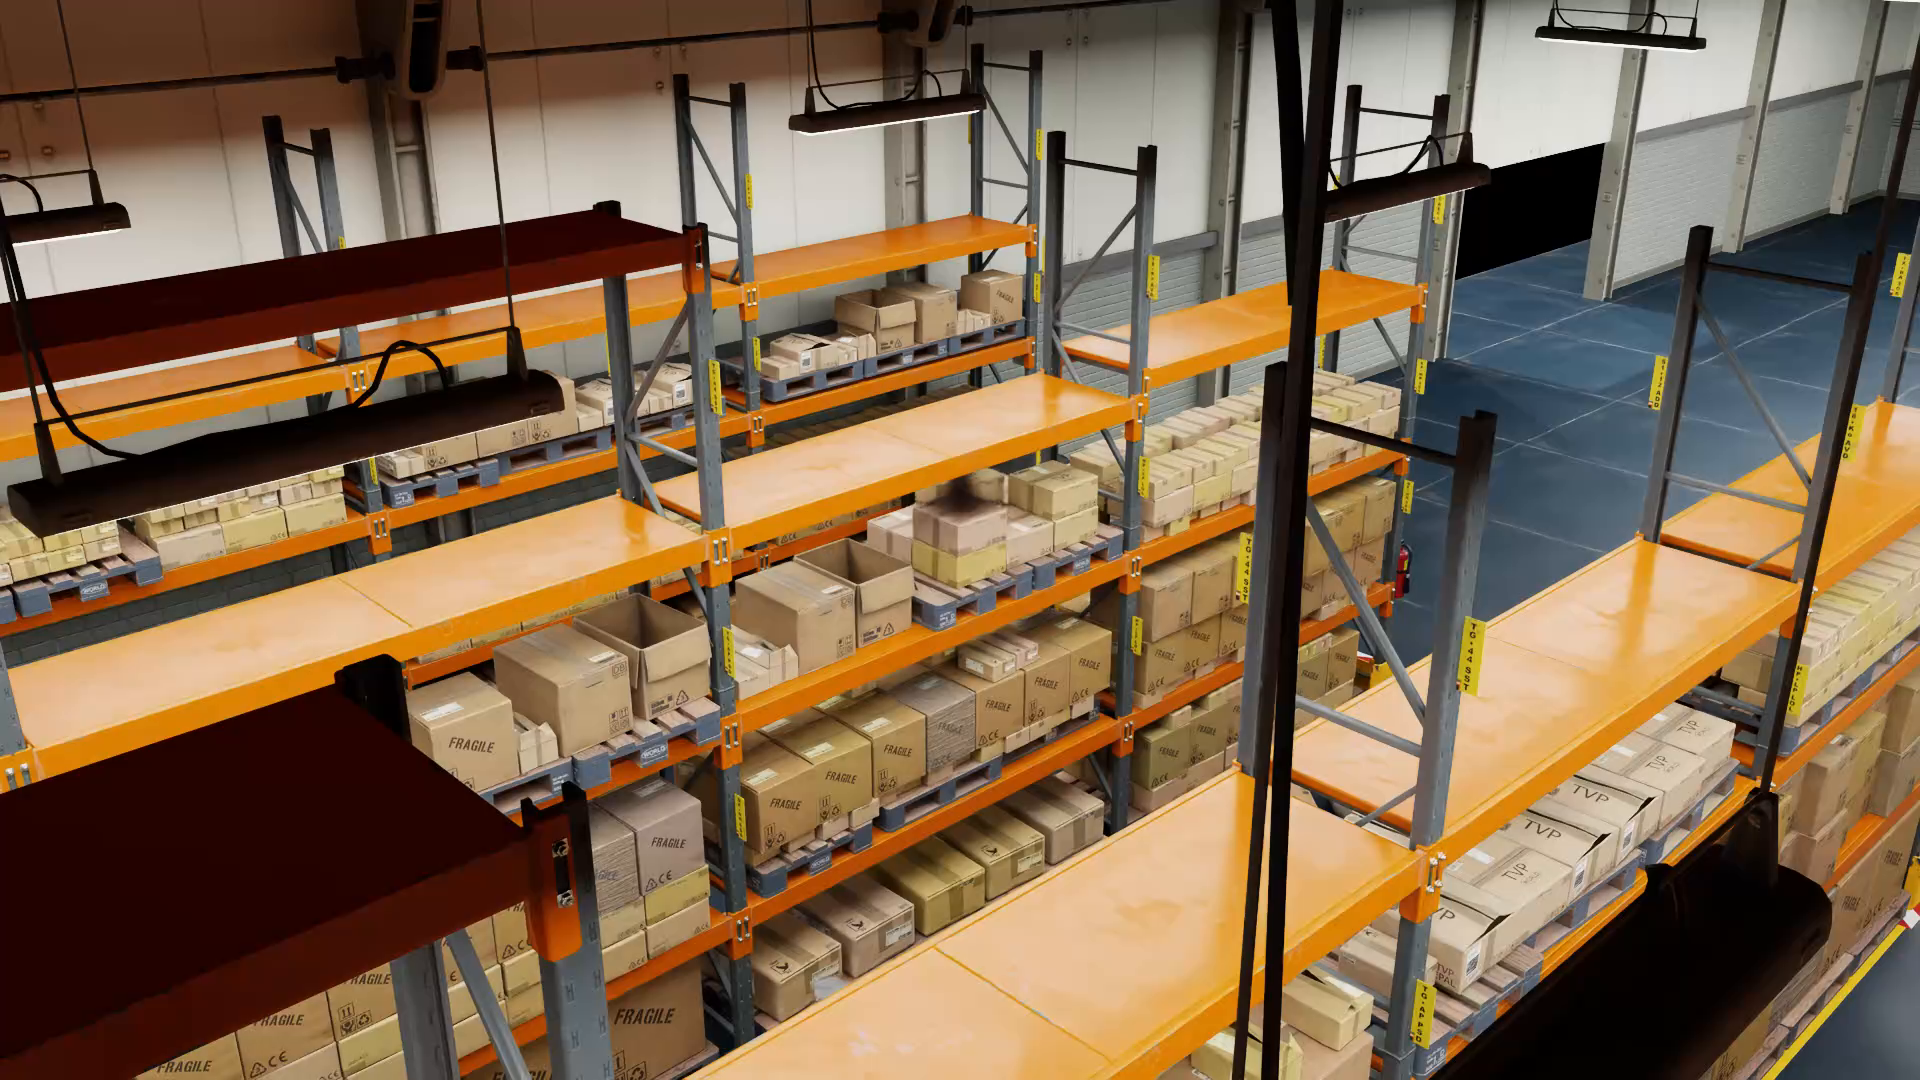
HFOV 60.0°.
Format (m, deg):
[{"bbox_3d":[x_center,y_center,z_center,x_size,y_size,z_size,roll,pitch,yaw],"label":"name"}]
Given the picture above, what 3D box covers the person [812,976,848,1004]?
[{"bbox_3d":[-0.767,3.455,10.282,0.382,1.683,0.488,14,26,30],"label":"person"}]
